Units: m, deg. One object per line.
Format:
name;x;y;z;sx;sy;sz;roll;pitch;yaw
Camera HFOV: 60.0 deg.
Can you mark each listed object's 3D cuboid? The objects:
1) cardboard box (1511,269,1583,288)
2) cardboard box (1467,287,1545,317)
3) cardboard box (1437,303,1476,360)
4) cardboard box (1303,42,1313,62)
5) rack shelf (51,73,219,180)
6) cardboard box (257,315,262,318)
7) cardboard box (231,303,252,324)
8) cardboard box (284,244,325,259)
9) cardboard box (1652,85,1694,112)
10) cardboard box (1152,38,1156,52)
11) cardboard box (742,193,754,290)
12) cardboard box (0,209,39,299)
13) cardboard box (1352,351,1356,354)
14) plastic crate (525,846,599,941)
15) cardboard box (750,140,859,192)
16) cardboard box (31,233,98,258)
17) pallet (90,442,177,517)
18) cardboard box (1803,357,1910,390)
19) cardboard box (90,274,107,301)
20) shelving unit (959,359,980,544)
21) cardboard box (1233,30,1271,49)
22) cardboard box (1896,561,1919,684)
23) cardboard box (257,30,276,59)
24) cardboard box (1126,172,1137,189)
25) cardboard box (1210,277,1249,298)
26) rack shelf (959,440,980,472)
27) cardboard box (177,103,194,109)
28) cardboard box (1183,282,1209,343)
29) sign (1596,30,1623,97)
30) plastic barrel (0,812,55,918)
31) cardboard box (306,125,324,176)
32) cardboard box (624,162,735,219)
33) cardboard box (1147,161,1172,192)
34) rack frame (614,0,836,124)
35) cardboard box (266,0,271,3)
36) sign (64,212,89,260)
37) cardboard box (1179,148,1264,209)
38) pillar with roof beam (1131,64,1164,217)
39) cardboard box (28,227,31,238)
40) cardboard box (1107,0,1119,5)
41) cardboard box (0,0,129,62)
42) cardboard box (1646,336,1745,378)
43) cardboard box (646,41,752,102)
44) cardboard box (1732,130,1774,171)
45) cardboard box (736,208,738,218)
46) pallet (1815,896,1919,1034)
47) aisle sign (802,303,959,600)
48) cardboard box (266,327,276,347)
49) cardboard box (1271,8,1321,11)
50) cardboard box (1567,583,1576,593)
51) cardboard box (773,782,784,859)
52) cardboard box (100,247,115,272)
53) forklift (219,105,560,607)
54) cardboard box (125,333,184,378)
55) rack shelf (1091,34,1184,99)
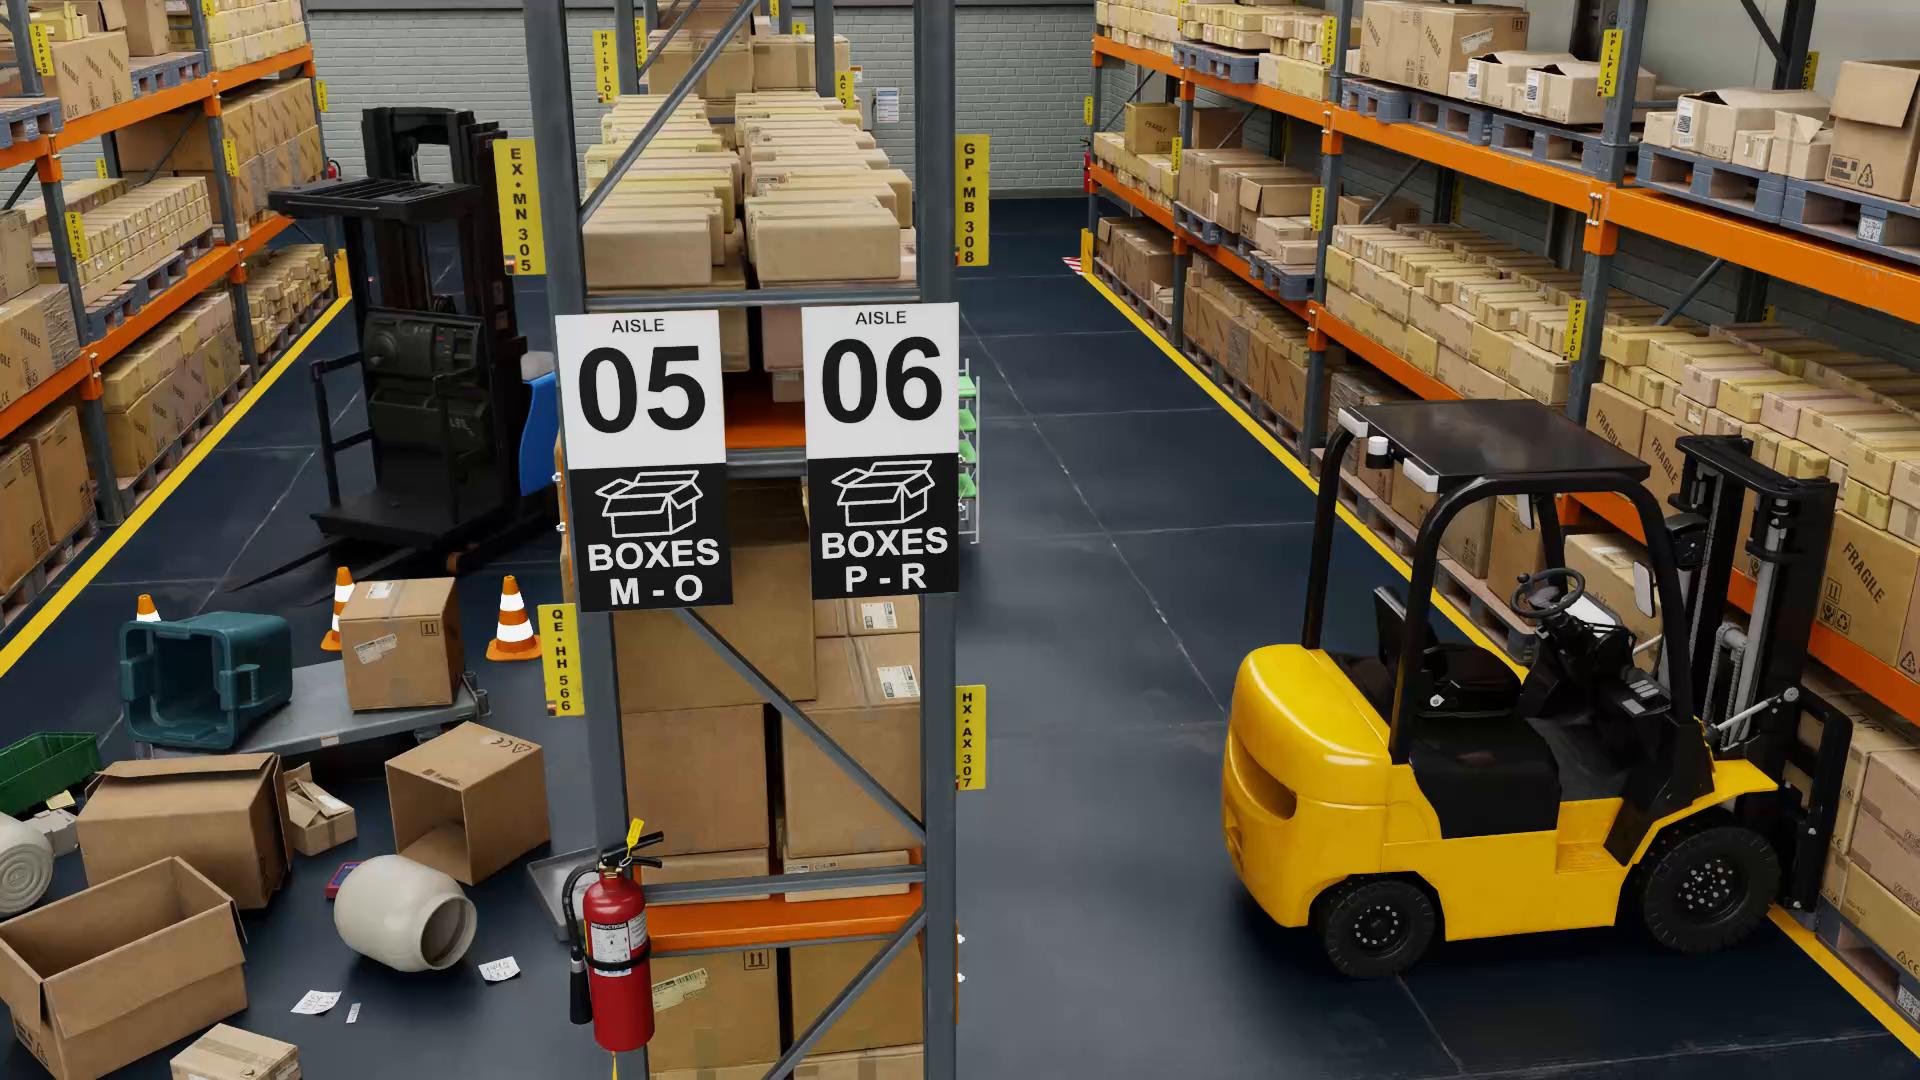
cardboard box;3.808;-1.657;10.796;0.380;0.149;0.250;-3;21;-7
cardboard box;3.368;-1.456;10.257;0.380;0.149;0.250;-3;21;-9
cardboard box;3.347;-1.320;10.463;0.500;0.250;0.500;-3;21;-7
cardboard box;2.924;-3.844;13.079;0.380;0.149;0.250;-2;21;-7
rack shelf;-6.840;-3.253;12.880;1.077;0.370;4.000;-3;21;-8
cardboard box;-6.989;-2.103;16.108;0.380;0.149;0.250;-3;21;-7
cardboard box;-6.973;-2.147;15.802;0.380;0.149;0.250;-2;21;-6
cardboard box;-7.378;-3.232;18.706;0.380;0.149;0.250;-3;21;-7
cardboard box;3.892;-2.479;9.394;0.380;0.149;0.250;-3;21;-8
cardboard box;2.220;-5.168;17.339;0.380;0.149;0.250;-2;21;-6
cardboard box;-0.485;-1.022;5.666;0.500;0.250;0.500;-2;21;-6
cardboard box;-6.497;-1.852;10.815;0.700;0.500;0.500;-3;21;-8
cardboard box;3.465;-1.648;13.887;0.380;0.149;0.250;-2;21;-6
plastic crate;-1.676;1.560;7.424;0.402;0.080;0.583;-11;23;-26
cardboard box;-0.552;-1.330;5.923;0.380;0.149;0.250;-2;21;-7
cardboard box;-6.468;-2.113;11.995;0.380;0.149;0.250;-3;21;-9
pallet;-6.663;-0.457;12.637;1.003;0.211;1.213;-3;21;-8
cardboard box;4.310;-0.775;8.009;0.380;0.149;0.250;-3;21;-9
cardboard box;-6.455;-1.830;12.086;0.380;0.149;0.250;-2;21;-5
shelving unit;-0.024;-0.619;11.660;0.258;1.200;0.503;-3;21;-8
cardboard box;2.563;-4.290;14.245;0.380;0.149;0.250;-2;21;-7
cardboard box;4.000;0.357;6.330;0.500;0.500;0.500;-2;21;-6
cardboard box;-7.142;-4.921;16.533;0.500;0.250;0.500;-2;21;-5
cardboard box;2.061;-4.015;18.537;0.380;0.149;0.250;-2;21;-7
cardboard box;2.620;-2.425;15.968;0.380;0.149;0.250;-4;21;-11
rack shelf;-0.024;-0.560;11.682;0.258;0.148;0.480;-3;21;-8
cardboard box;-7.543;-3.860;15.766;0.500;0.500;0.500;-4;21;-9
cardboard box;2.514;-2.261;16.454;0.500;0.500;0.500;-2;21;-5
sign;3.285;-2.408;8.400;0.100;0.325;0.005;-3;21;-8
plastic barrel;-4.293;1.415;7.323;0.512;0.421;0.421;12;24;30
cardboard box;-7.385;-4.306;18.390;0.500;0.500;0.500;-2;21;-7
cardboard box;-0.923;-1.125;5.373;0.380;0.149;0.250;-3;21;-8
cardboard box;2.265;-3.820;17.445;0.500;0.250;0.500;-3;21;-8
rack frame;-1.091;-3.203;7.429;1.000;3.000;0.127;-3;21;-8
cardboard box;-7.268;-5.562;16.964;0.380;0.149;0.250;-3;21;-9
sign;-6.003;-2.064;11.300;0.100;0.325;0.005;-3;21;-8
cardboard box;2.515;-3.478;15.999;0.700;0.500;0.500;-2;21;-6
pillar with roof beam;-1.666;-8.371;21.267;9.100;9.000;0.400;-3;21;-8
cardboard box;-7.190;-2.267;12.407;0.380;0.149;0.250;-2;21;-6
cardboard box;1.960;-6.164;18.720;0.500;0.250;0.500;-3;21;-8
cardboard box;-7.035;-3.986;13.067;0.797;0.503;0.637;-3;21;-8
cardboard box;3.717;-0.923;8.406;0.380;0.149;0.250;-3;21;-7
cardboard box;-1.301;-2.352;8.340;0.500;0.250;0.500;-2;21;-7
cardboard box;3.695;-1.738;7.412;0.380;0.149;0.250;-2;21;-6
cardboard box;-0.744;-1.316;7.026;0.380;0.149;0.250;-4;21;-10
pallet;4.245;1.785;6.636;1.003;0.211;1.213;-3;21;-8
aisle sign;-0.199;-0.219;4.301;0.394;0.787;0.004;-3;21;-8
cardboard box;-6.901;-1.973;16.186;0.380;0.149;0.250;-2;21;-6
cardboard box;2.970;-4.629;14.727;0.380;0.149;0.250;-4;21;-9
cardboard box;3.584;0.396;8.983;0.500;0.250;0.500;-3;21;-8
cardboard box;-0.409;0.896;5.390;0.380;0.149;0.250;-3;21;-7
cardboard box;-6.505;-2.074;12.317;0.380;0.149;0.250;-4;21;-9
forklift;-3.697;-1.298;11.003;1.130;2.935;3.031;8;22;20
cardboard box;-6.543;-1.468;13.260;0.500;0.250;0.500;-3;21;-7
rack shelf;2.379;-5.174;18.024;1.077;0.370;4.000;-3;21;-8
